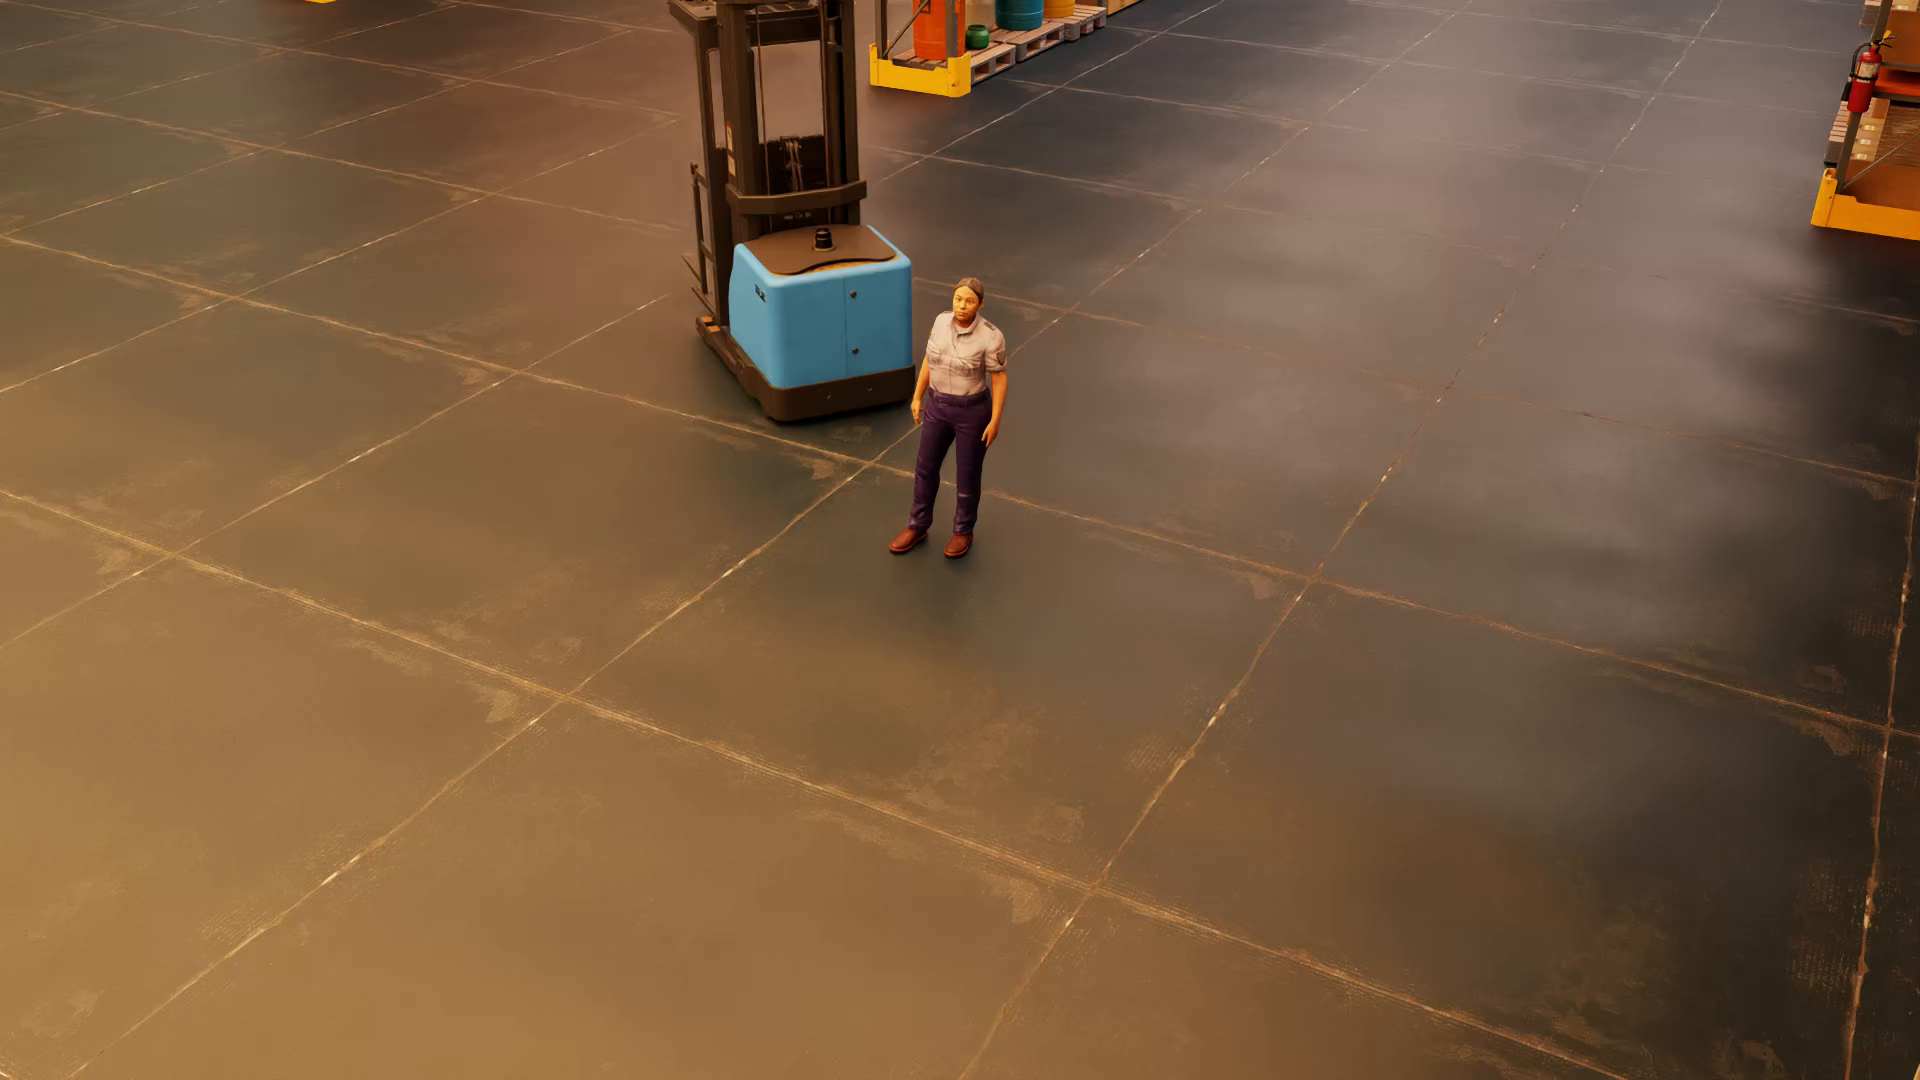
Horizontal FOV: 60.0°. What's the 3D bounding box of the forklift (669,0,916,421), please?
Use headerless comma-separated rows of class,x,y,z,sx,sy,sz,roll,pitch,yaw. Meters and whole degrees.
forklift,-1.360,-2.791,11.906,1.130,2.935,3.031,-12,32,-20

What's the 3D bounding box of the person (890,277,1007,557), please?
person,-0.063,-0.686,9.529,0.599,1.650,0.503,15,33,25
